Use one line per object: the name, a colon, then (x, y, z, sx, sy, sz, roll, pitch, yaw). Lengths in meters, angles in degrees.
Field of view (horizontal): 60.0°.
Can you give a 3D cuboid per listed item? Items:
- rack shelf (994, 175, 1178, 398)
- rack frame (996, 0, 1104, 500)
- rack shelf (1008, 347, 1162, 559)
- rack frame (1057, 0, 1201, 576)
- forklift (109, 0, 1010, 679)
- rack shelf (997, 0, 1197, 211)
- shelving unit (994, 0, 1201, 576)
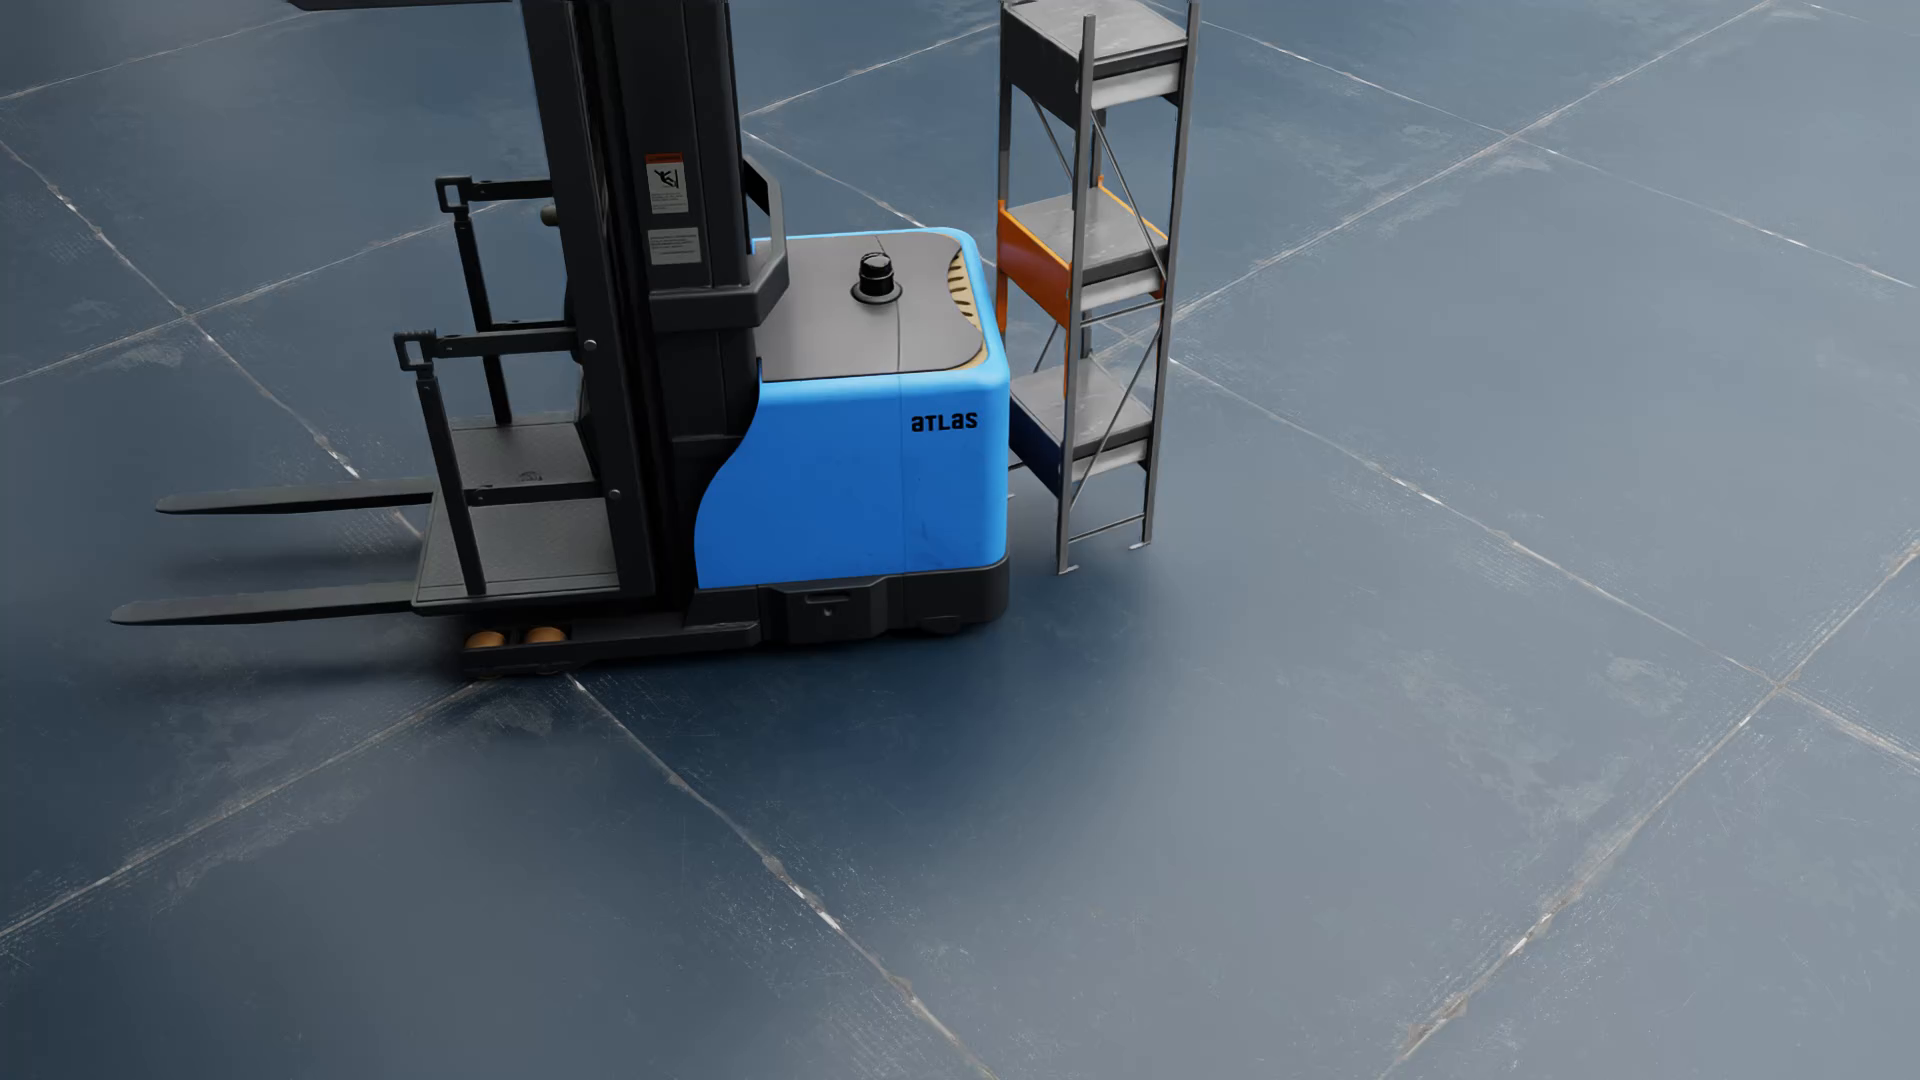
rack shelf: (0.421, -0.871, 5.679, 0.431, 0.518, 0.480, -18, 42, -21)
rack frame: (0.307, -1.017, 5.838, 0.400, 2.100, 0.015, -18, 42, -21)
rack shelf: (0.421, -0.326, 6.119, 0.431, 0.518, 0.480, -18, 42, -21)
rack frame: (0.535, -0.746, 5.502, 0.400, 2.100, 0.015, -18, 42, -21)
forklift: (-1.384, -1.019, 5.179, 3.031, 2.935, 1.130, -4, 39, -5)
rack shelf: (0.421, -1.416, 5.239, 0.431, 0.518, 0.480, -18, 42, -21)
shelving unit: (0.421, -0.882, 5.670, 0.431, 2.100, 0.503, -18, 42, -21)
